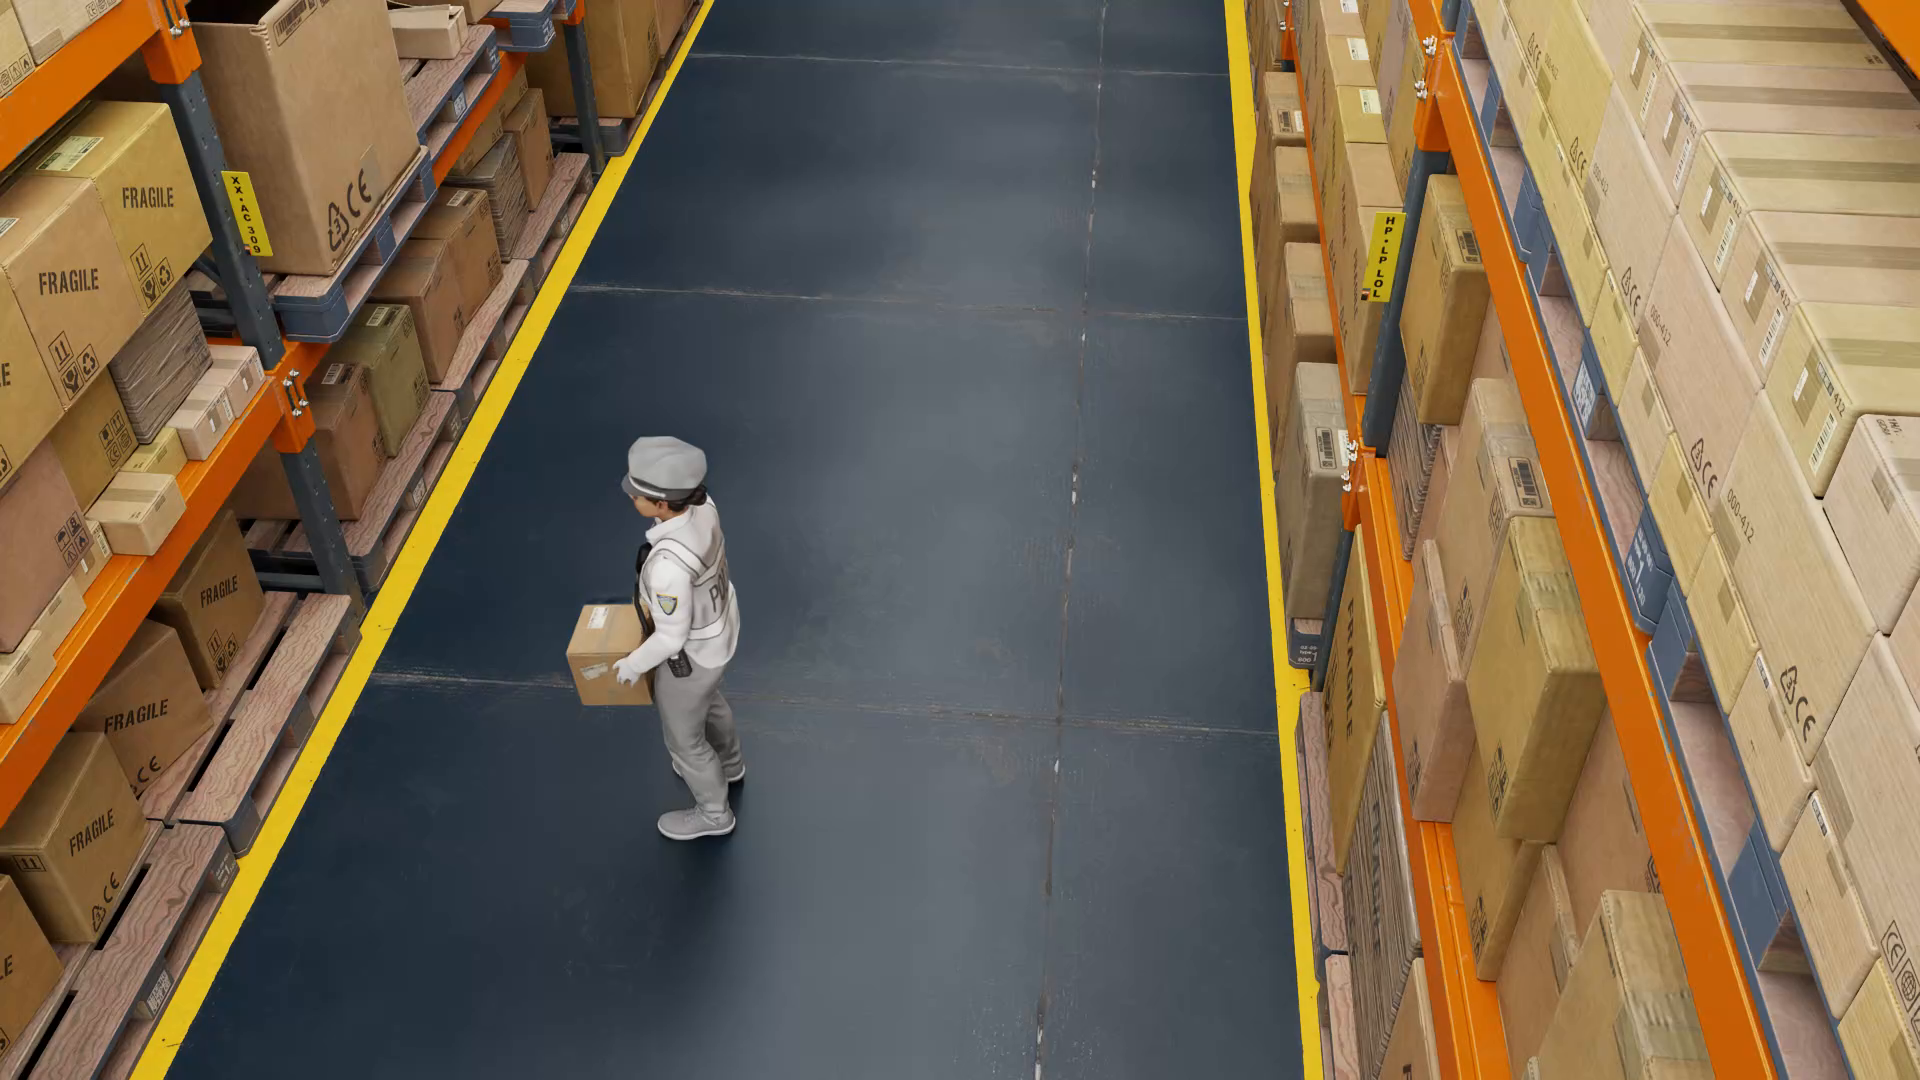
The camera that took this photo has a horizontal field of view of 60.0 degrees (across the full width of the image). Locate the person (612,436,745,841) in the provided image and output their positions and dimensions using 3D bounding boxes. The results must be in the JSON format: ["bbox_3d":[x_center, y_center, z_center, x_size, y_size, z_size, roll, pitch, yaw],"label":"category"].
[{"bbox_3d":[-0.965,0.355,5.720,0.411,1.684,0.500,3,40,3],"label":"person"}]
